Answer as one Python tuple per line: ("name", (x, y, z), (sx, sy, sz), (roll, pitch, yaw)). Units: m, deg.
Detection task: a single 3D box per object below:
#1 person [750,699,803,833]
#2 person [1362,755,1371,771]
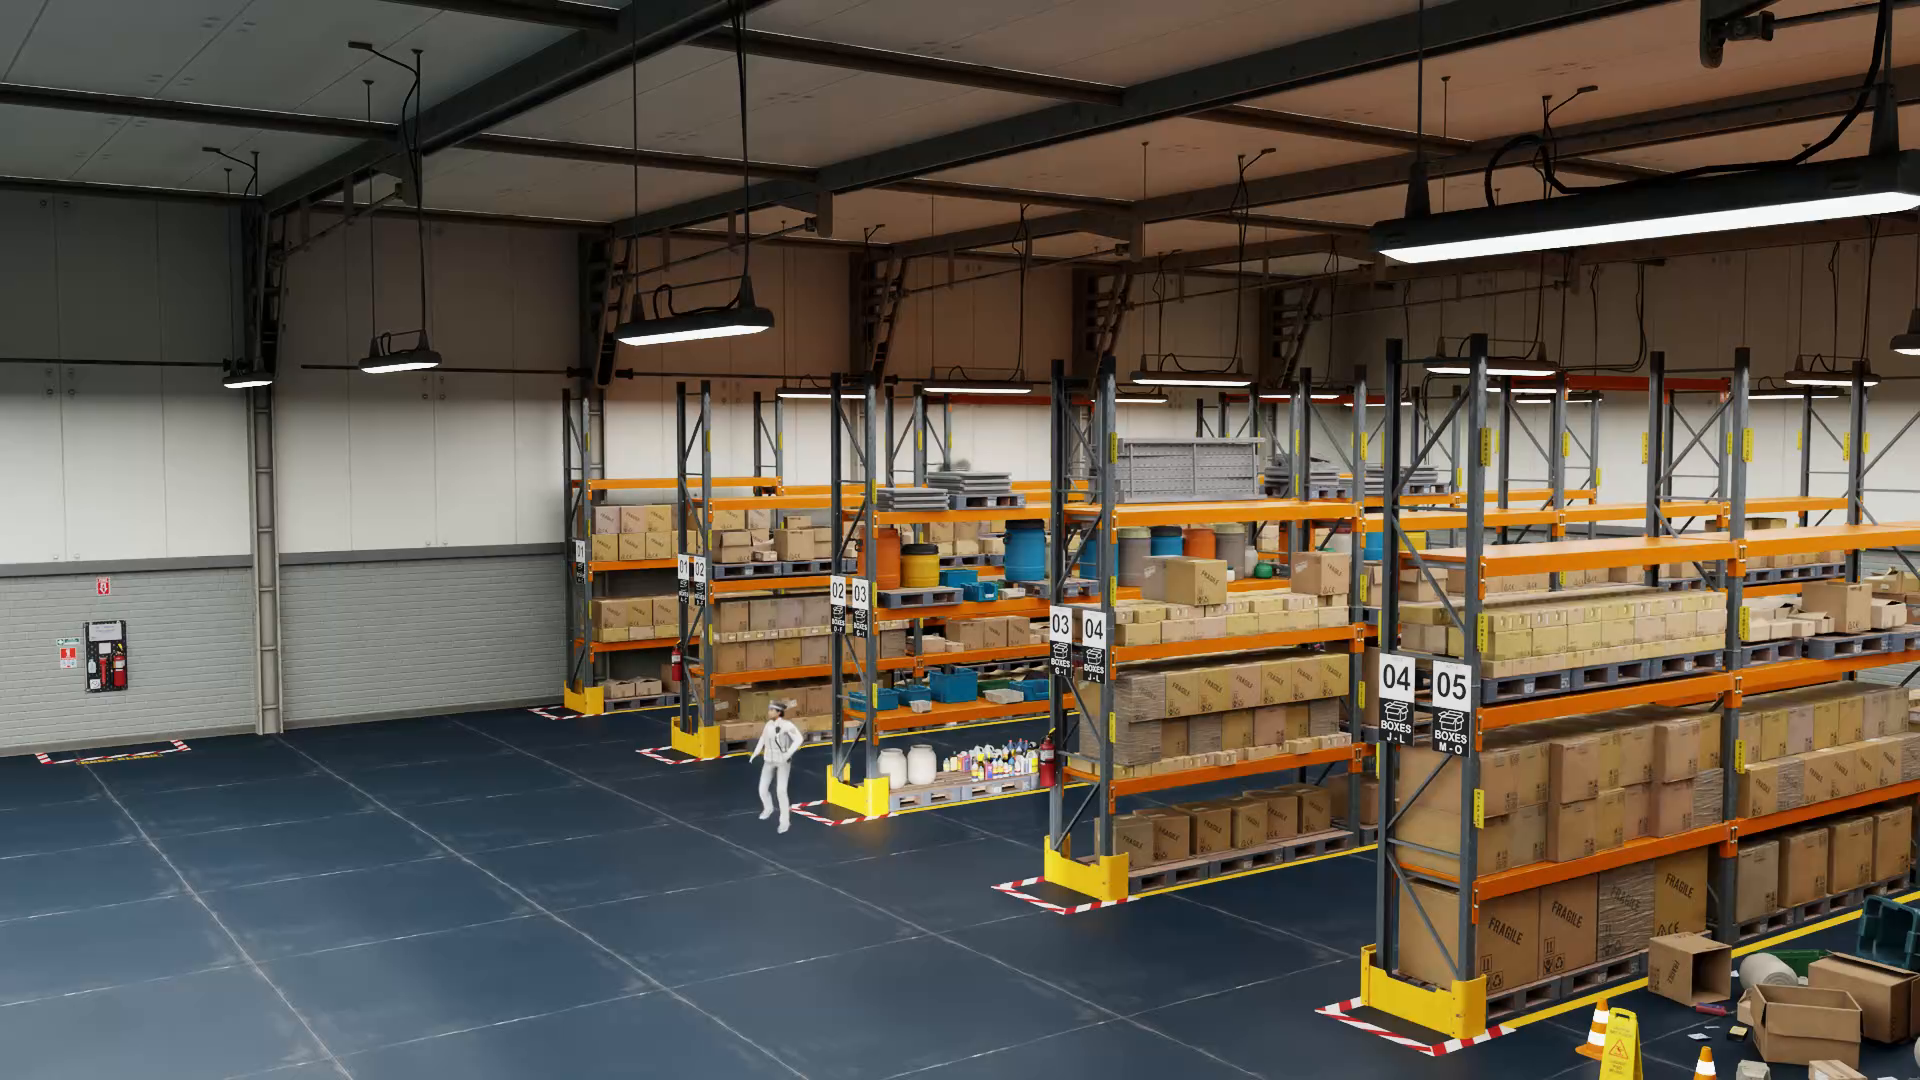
("person", (-2.461, 2.926, 21.782), (0.760, 1.660, 0.673), (2, 4, 27))
("person", (5.957, 2.705, 25.269), (0.580, 1.685, 0.671), (-3, 5, -39))
